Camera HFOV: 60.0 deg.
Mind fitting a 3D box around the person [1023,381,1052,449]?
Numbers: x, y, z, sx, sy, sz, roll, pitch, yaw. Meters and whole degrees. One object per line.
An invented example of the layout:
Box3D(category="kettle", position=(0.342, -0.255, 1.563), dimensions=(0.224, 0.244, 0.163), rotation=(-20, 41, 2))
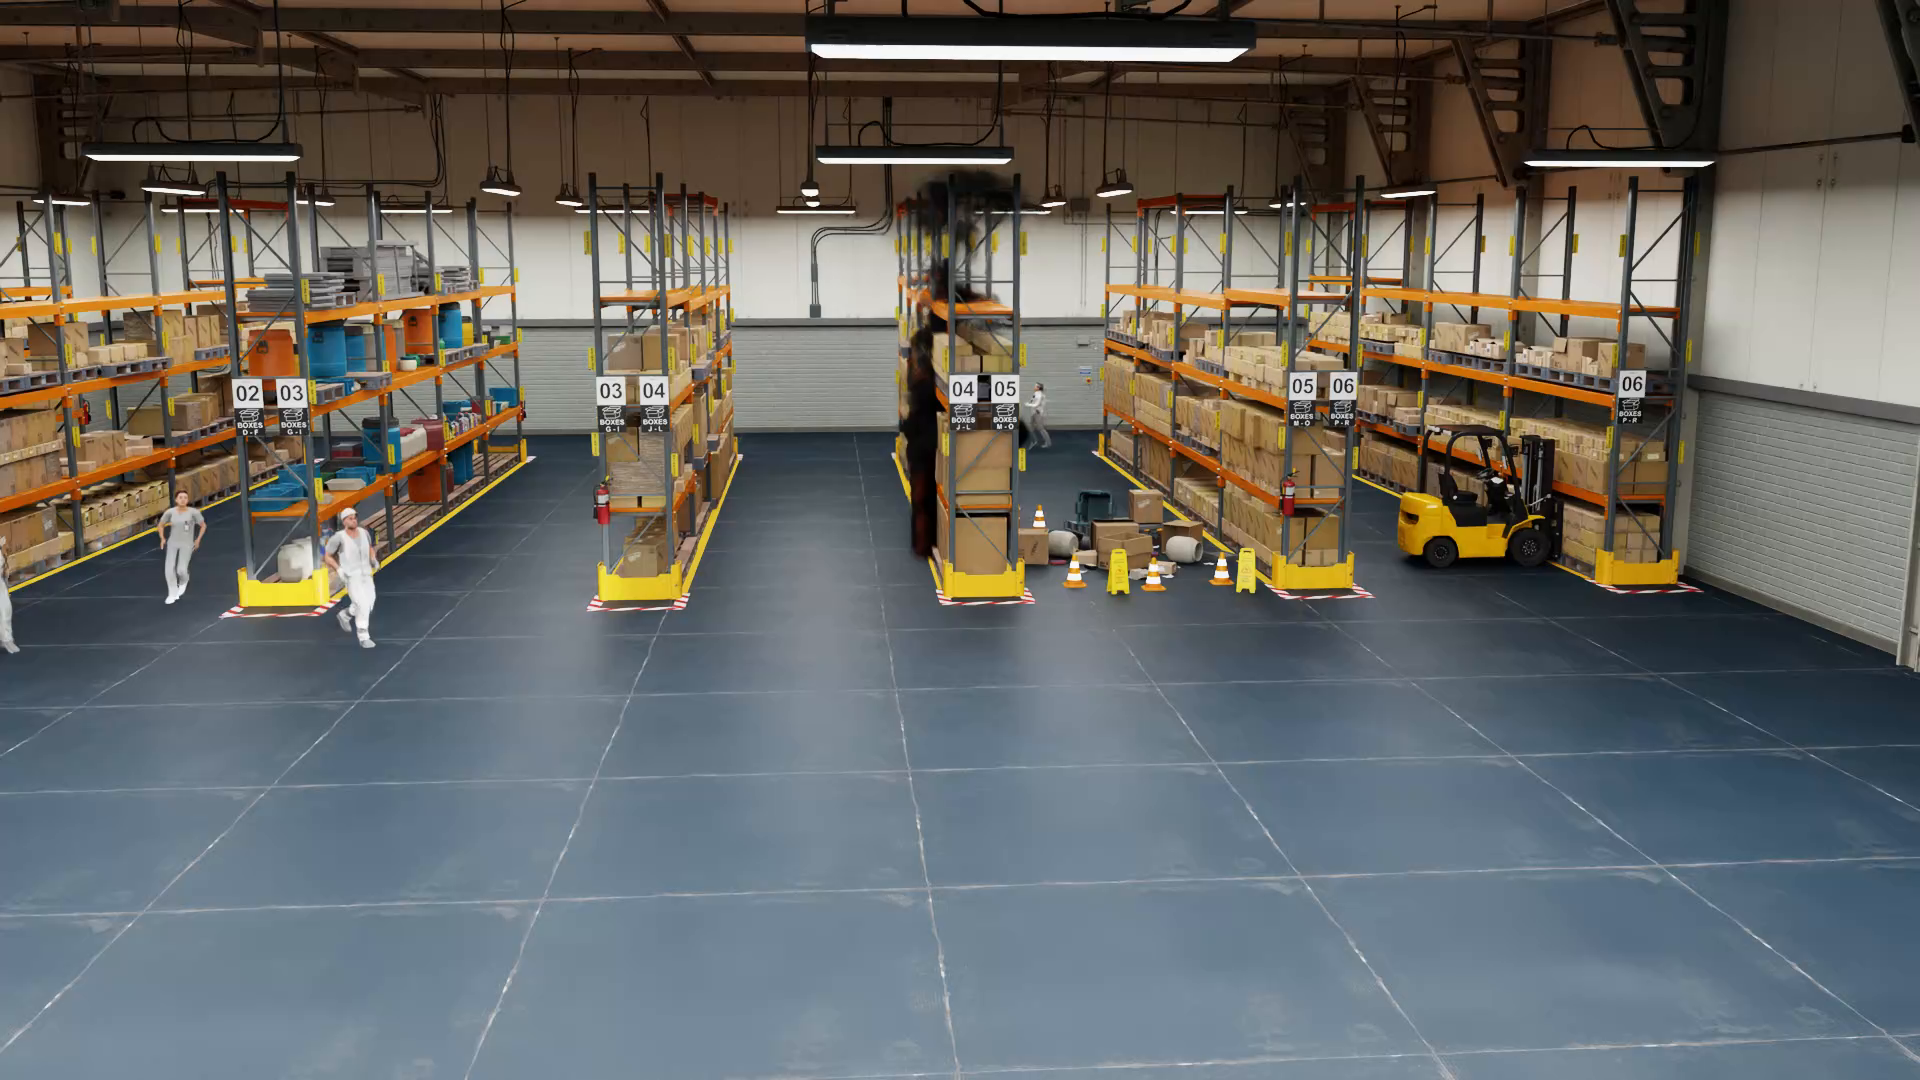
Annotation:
Box3D(category="person", position=(1.928, -3.095, 41.390), dimensions=(0.726, 1.746, 0.568), rotation=(-1, 10, -8))

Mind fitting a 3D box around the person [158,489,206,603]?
Box3D(category="person", position=(-11.054, 0.085, 23.625), dimensions=(0.616, 1.617, 0.527), rotation=(-2, 10, -12))

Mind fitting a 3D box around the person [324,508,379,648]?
Box3D(category="person", position=(-7.687, 0.462, 21.076), dimensions=(0.722, 1.768, 0.650), rotation=(7, 12, 35))

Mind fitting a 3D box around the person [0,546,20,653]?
Box3D(category="person", position=(-12.199, 0.566, 20.753), dimensions=(0.909, 1.707, 0.612), rotation=(5, 11, 26))
